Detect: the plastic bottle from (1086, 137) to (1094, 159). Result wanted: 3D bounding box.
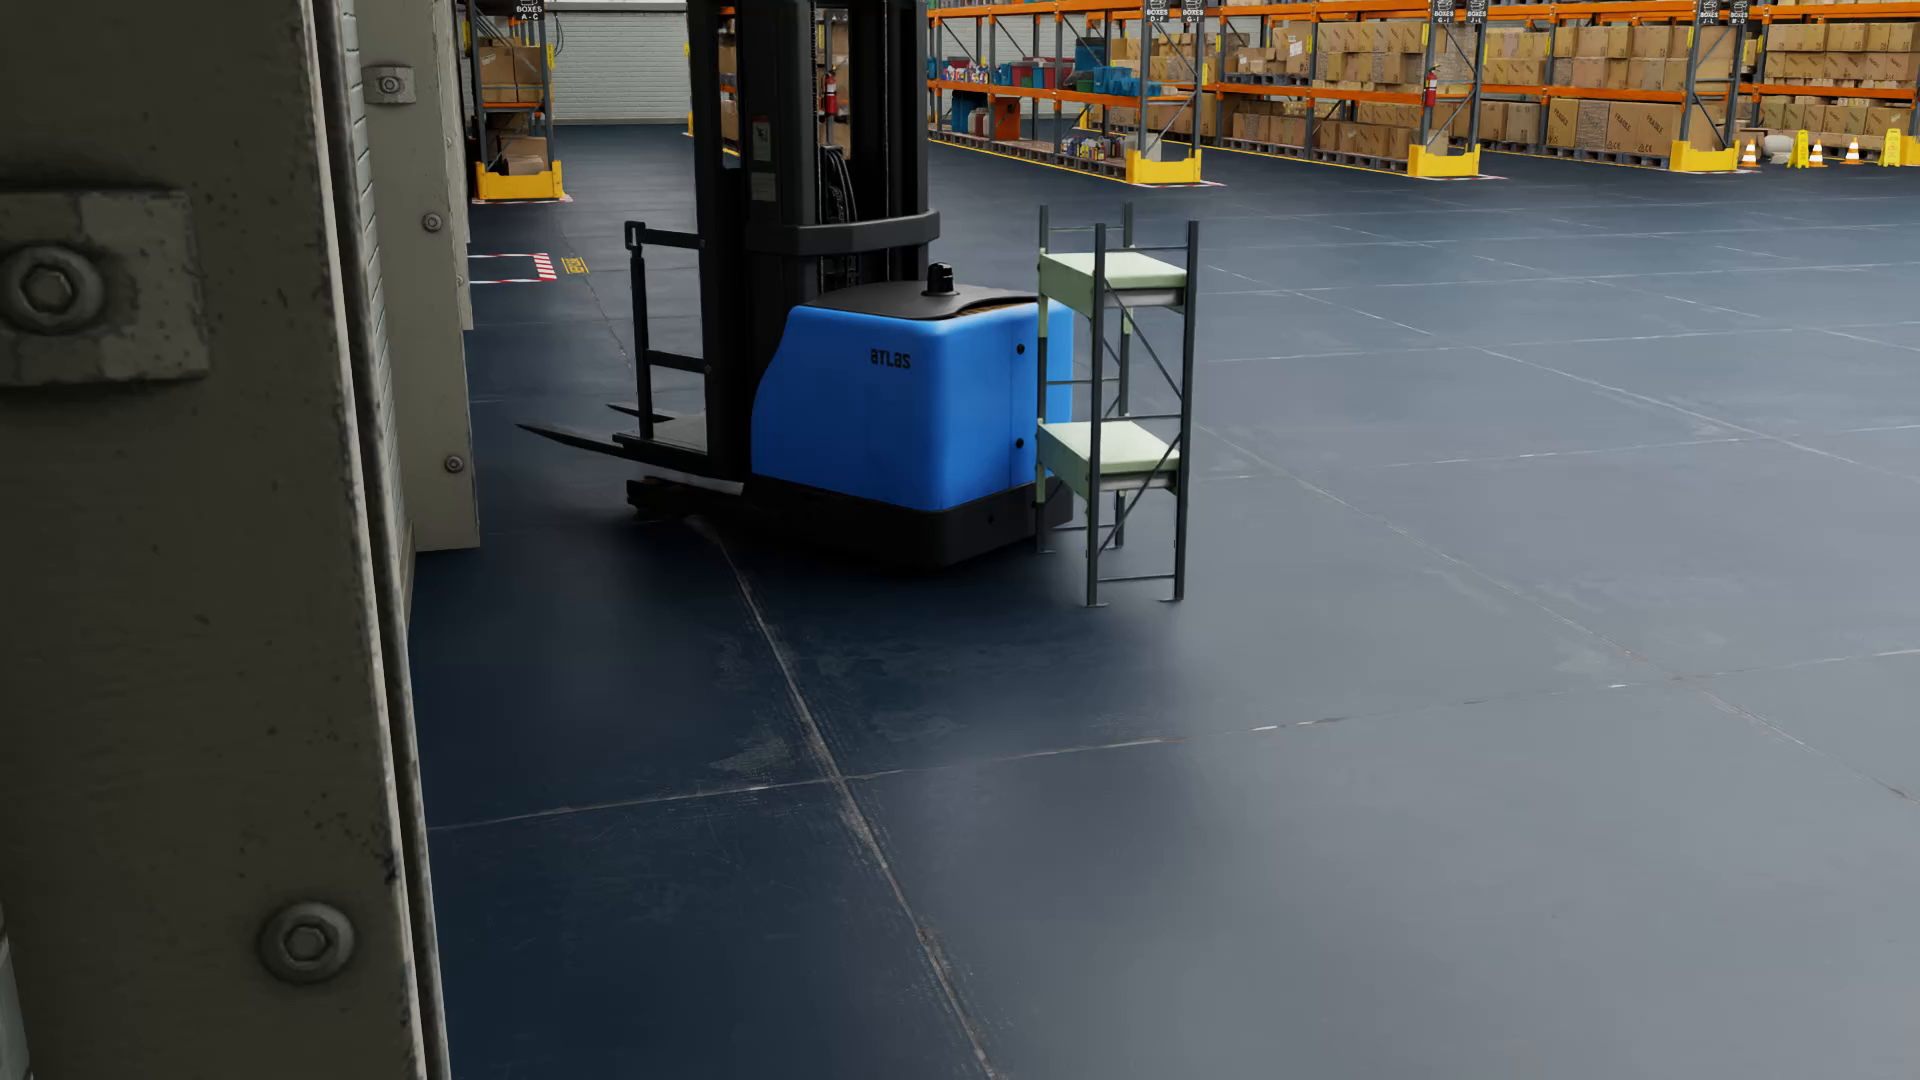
[{"bbox_3d":[2.221,-6.658,28.242,0.144,0.351,0.185,-4,17,-13],"label":"plastic bottle"}]

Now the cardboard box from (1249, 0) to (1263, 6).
[{"bbox_3d":[6.017,-10.622,32.646,0.500,0.250,0.500,-4,17,-14],"label":"cardboard box"}]

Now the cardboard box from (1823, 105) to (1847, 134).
[{"bbox_3d":[16.819,-7.990,31.584,0.500,0.500,0.500,-5,17,-17],"label":"cardboard box"}]

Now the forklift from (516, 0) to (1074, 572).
[{"bbox_3d":[-0.948,-1.599,7.680,3.031,2.935,1.130,13,21,37],"label":"forklift"}]

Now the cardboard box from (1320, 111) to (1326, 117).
[{"bbox_3d":[8.970,-10.348,40.397,0.380,0.149,0.250,-5,18,-17],"label":"cardboard box"}]

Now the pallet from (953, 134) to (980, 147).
[{"bbox_3d":[0.490,-8.515,35.434,1.003,0.211,1.213,-5,17,-15],"label":"pallet"}]

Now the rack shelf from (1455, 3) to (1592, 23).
[{"bbox_3d":[11.188,-10.594,33.543,1.077,0.370,4.000,-5,17,-15],"label":"rack shelf"}]

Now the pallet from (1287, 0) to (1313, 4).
[{"bbox_3d":[6.873,-10.110,31.008,1.213,0.211,1.003,-5,17,-15],"label":"pallet"}]

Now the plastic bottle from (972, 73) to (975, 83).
[{"bbox_3d":[0.293,-9.568,34.436,0.097,0.201,0.097,0,17,0],"label":"plastic bottle"}]

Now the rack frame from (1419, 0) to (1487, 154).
[{"bbox_3d":[8.040,-7.478,27.133,1.000,3.000,0.127,-5,17,-15],"label":"rack frame"}]

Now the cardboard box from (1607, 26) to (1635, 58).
[{"bbox_3d":[12.238,-8.984,30.008,0.875,0.550,0.500,-5,17,-15],"label":"cardboard box"}]

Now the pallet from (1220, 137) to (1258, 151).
[{"bbox_3d":[6.054,-8.139,34.181,1.003,0.211,1.213,-5,17,-15],"label":"pallet"}]

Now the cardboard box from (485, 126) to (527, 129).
[{"bbox_3d":[-7.857,-6.909,28.818,0.700,0.500,0.500,-4,17,-15],"label":"cardboard box"}]

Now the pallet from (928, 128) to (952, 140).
[{"bbox_3d":[-0.260,-9.271,37.948,1.003,0.211,1.213,-5,17,-15],"label":"pallet"}]

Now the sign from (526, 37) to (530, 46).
[{"bbox_3d":[-7.928,-9.078,30.585,0.100,0.325,0.005,-5,17,-15],"label":"sign"}]

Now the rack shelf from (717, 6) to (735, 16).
[{"bbox_3d":[-4.234,-10.554,33.410,1.077,0.370,4.000,-5,17,-15],"label":"rack shelf"}]

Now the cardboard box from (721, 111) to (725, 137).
[{"bbox_3d":[-4.728,-8.729,34.878,0.500,0.500,0.500,-4,17,-14],"label":"cardboard box"}]

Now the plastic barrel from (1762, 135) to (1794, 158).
[{"bbox_3d":[15.545,-7.479,31.616,0.512,0.421,0.421,7,18,23],"label":"plastic barrel"}]

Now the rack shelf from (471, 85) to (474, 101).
[{"bbox_3d":[-8.996,-8.725,32.534,1.077,0.370,4.000,-5,17,-15],"label":"rack shelf"}]

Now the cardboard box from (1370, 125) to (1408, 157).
[{"bbox_3d":[7.533,-6.993,29.135,0.500,0.500,0.500,-3,17,-10],"label":"cardboard box"}]

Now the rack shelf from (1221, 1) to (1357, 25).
[{"bbox_3d":[6.391,-10.230,32.330,1.077,0.370,4.000,-5,17,-15],"label":"rack shelf"}]

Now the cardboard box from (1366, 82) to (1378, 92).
[{"bbox_3d":[7.250,-7.827,28.731,0.380,0.149,0.250,-5,17,-15],"label":"cardboard box"}]

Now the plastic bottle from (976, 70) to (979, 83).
[{"bbox_3d":[0.373,-9.521,34.157,0.097,0.271,0.097,0,17,0],"label":"plastic bottle"}]

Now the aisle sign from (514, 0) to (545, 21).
[{"bbox_3d":[-5.940,-7.552,22.861,0.394,0.787,0.004,-5,17,-15],"label":"aisle sign"}]

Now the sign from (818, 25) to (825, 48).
[{"bbox_3d":[-2.012,-7.325,24.199,0.100,0.325,0.005,-5,17,-15],"label":"sign"}]

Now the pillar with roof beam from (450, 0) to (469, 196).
[{"bbox_3d":[-3.133,-9.642,23.909,9.100,9.000,0.400,-5,17,-15],"label":"pillar with roof beam"}]

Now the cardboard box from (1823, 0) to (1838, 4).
[{"bbox_3d":[16.589,-10.215,31.468,0.380,0.149,0.250,-5,17,-16],"label":"cardboard box"}]

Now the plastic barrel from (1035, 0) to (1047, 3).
[{"bbox_3d":[1.650,-10.174,30.023,0.600,0.901,0.600,0,17,0],"label":"plastic barrel"}]

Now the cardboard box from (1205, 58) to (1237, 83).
[{"bbox_3d":[5.467,-9.856,34.875,0.500,0.500,0.500,-4,17,-14],"label":"cardboard box"}]

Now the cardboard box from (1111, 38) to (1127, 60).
[{"bbox_3d":[3.801,-11.898,40.289,0.500,0.500,0.500,-5,17,-17],"label":"cardboard box"}]

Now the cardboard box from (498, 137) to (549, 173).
[{"bbox_3d":[-6.662,-5.880,25.393,0.700,0.500,0.500,-6,18,-19],"label":"cardboard box"}]

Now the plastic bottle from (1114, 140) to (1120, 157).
[{"bbox_3d":[2.712,-6.751,28.670,0.061,0.283,0.133,-5,17,-15],"label":"plastic bottle"}]

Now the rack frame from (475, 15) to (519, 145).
[{"bbox_3d":[-9.546,-9.623,34.272,1.000,3.000,0.127,-5,17,-15],"label":"rack frame"}]

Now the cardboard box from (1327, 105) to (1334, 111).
[{"bbox_3d":[9.082,-10.428,40.144,0.380,0.149,0.250,-4,17,-15],"label":"cardboard box"}]

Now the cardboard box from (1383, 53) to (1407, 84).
[{"bbox_3d":[7.662,-7.952,28.018,0.875,0.500,0.500,-5,17,-15],"label":"cardboard box"}]

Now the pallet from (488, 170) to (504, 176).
[{"bbox_3d":[-6.790,-5.553,25.572,1.003,0.211,1.213,-5,17,-15],"label":"pallet"}]

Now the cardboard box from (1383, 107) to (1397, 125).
[{"bbox_3d":[9.906,-9.509,37.510,0.500,0.500,0.500,-6,18,-18],"label":"cardboard box"}]

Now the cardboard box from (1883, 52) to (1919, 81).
[{"bbox_3d":[17.154,-8.580,30.111,0.500,0.500,0.500,-5,17,-16],"label":"cardboard box"}]

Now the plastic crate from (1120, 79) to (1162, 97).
[{"bbox_3d":[2.852,-7.130,26.233,0.499,0.251,0.616,-5,17,-15],"label":"plastic crate"}]

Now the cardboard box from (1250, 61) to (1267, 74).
[{"bbox_3d":[6.081,-9.338,32.857,0.500,0.250,0.500,-5,17,-17],"label":"cardboard box"}]

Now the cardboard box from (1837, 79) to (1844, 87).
[{"bbox_3d":[16.858,-8.652,31.478,0.380,0.149,0.250,-5,17,-15],"label":"cardboard box"}]

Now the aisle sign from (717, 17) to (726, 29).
[{"bbox_3d":[-5.608,-12.410,39.032,0.394,0.787,0.004,-5,17,-15],"label":"aisle sign"}]

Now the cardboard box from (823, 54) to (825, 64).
[{"bbox_3d":[-1.848,-7.217,24.964,0.380,0.149,0.250,-4,17,-14],"label":"cardboard box"}]

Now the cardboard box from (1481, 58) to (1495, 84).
[{"bbox_3d":[10.917,-9.540,33.822,0.500,0.500,0.500,-5,17,-16],"label":"cardboard box"}]

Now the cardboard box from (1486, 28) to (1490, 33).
[{"bbox_3d":[13.507,-12.904,42.156,0.380,0.149,0.250,-5,17,-15],"label":"cardboard box"}]

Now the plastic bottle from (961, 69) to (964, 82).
[{"bbox_3d":[0.064,-9.831,35.191,0.097,0.271,0.097,0,17,0],"label":"plastic bottle"}]

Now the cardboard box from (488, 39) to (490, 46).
[{"bbox_3d":[-8.323,-8.992,30.108,0.380,0.149,0.250,-7,18,-22],"label":"cardboard box"}]

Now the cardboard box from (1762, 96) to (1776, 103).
[{"bbox_3d":[19.529,-10.594,39.994,0.380,0.149,0.250,-5,17,-16],"label":"cardboard box"}]

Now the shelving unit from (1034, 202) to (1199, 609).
[{"bbox_3d":[0.610,-0.567,6.732,0.431,1.500,0.755,-4,17,-13],"label":"shelving unit"}]

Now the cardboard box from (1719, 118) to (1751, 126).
[{"bbox_3d":[16.121,-8.654,34.886,0.950,0.372,0.625,-4,17,-12],"label":"cardboard box"}]
